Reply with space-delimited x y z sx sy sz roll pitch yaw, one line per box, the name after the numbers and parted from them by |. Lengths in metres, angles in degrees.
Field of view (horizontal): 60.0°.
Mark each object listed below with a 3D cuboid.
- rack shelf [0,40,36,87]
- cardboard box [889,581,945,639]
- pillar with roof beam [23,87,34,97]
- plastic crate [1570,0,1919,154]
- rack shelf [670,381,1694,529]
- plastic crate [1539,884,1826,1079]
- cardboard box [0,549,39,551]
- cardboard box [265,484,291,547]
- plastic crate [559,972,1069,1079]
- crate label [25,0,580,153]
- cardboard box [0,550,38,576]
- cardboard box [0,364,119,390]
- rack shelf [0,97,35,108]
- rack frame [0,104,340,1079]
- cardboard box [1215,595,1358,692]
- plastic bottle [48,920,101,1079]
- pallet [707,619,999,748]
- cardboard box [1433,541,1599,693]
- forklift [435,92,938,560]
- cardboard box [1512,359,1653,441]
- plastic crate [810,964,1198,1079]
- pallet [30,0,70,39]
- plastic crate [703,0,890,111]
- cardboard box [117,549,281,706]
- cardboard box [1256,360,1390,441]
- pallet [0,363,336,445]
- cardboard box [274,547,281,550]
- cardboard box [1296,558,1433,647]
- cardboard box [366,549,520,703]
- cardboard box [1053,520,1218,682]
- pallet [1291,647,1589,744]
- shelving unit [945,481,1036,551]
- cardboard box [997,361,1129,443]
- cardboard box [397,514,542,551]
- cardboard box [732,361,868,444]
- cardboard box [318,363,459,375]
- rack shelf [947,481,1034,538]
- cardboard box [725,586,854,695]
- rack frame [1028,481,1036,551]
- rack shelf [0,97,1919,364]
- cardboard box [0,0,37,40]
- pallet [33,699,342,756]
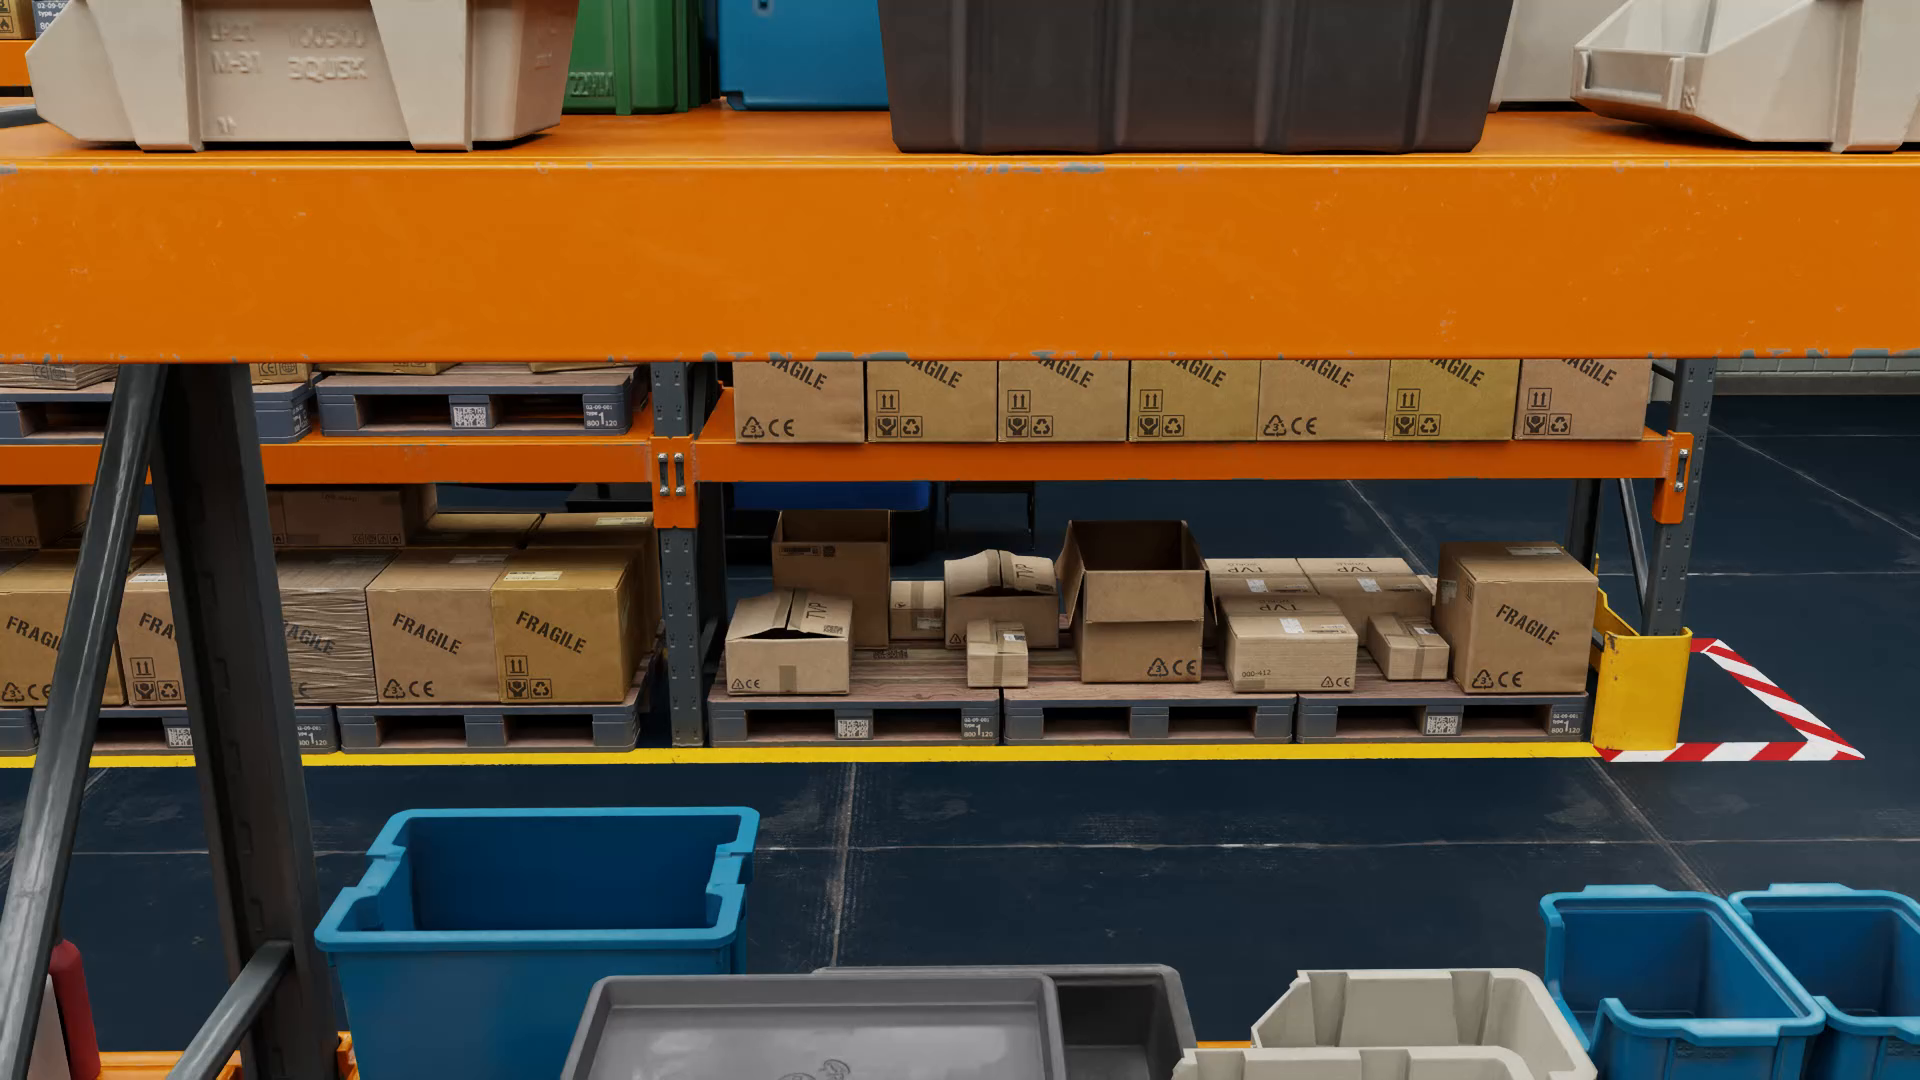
-3.133 -1.797 6.506 4.000 0.370 1.077 0 18 -1 | rack shelf
-0.194 0.318 7.594 0.250 0.149 0.380 0 18 -1 | cardboard box
-6.460 -4.014 7.329 0.400 9.000 9.100 0 18 -1 | pillar with roof beam
0.879 -0.444 1.543 0.530 0.136 0.437 0 18 -1 | plastic crate
0.866 -0.388 7.024 4.000 0.370 1.077 0 18 -1 | rack shelf
1.072 0.732 2.530 0.300 0.233 0.416 0 18 -1 | plastic crate
-4.201 0.203 7.376 0.500 0.500 0.500 0 18 1 | cardboard box
-3.122 -0.162 7.286 0.500 0.250 0.500 -1 18 -2 | cardboard box
-0.162 0.805 1.924 0.583 0.464 0.402 0 18 -1 | plastic crate
-0.565 -0.425 1.482 0.466 0.136 0.293 0 18 -1 | crate label
-4.150 0.360 6.886 0.500 0.500 0.500 -1 18 -3 | cardboard box
-3.587 -0.933 6.693 0.500 0.500 0.700 3 18 10 | cardboard box
-3.059 -0.284 1.790 4.000 0.370 1.077 0 18 -1 | rack shelf
-1.059 0.793 2.165 0.053 2.616 0.949 0 18 -1 | rack frame
1.376 0.433 7.069 0.500 0.250 0.500 0 18 -1 | cardboard box
-1.432 0.719 2.586 0.133 0.283 0.061 0 18 -1 | plastic bottle
-0.447 0.604 7.319 1.213 0.211 1.003 0 18 -1 | pallet
2.326 0.318 7.016 0.500 0.500 0.500 0 18 -1 | cardboard box
-1.661 -1.430 9.206 3.031 2.935 1.130 1 18 2 | forklift
2.423 -0.702 6.663 0.500 0.500 0.500 0 18 1 | cardboard box
0.056 0.807 2.473 0.590 0.125 0.437 0 18 -1 | plastic crate
-2.823 -2.072 6.493 1.003 0.211 1.213 0 18 -1 | pallet
-0.154 -0.658 2.053 0.300 0.233 0.416 0 18 -1 | plastic crate
-3.126 0.355 6.902 0.500 0.500 0.500 -1 18 -3 | cardboard box
1.405 -0.698 6.650 0.500 0.500 0.500 0 18 0 | cardboard box
-3.188 -0.621 6.887 1.213 0.211 1.003 0 18 -1 | pallet
-3.159 0.196 7.397 0.500 0.500 0.500 -1 18 -3 | cardboard box
1.818 0.278 7.551 0.500 0.250 0.500 0 18 -1 | cardboard box
-2.117 0.350 6.919 0.500 0.500 0.500 0 18 -1 | cardboard box
0.745 0.248 7.231 0.637 0.503 0.797 0 18 -1 | cardboard box
1.993 0.592 7.356 1.213 0.211 1.003 0 18 -1 | pallet
0.166 -1.001 9.229 0.503 2.100 0.431 0 18 -1 | shelving unit
0.393 -0.693 6.633 0.500 0.500 0.500 0 18 -1 | cardboard box
-2.154 0.194 7.405 0.500 0.500 0.500 0 18 0 | cardboard box
-0.619 -0.688 6.617 0.500 0.500 0.500 0 18 1 | cardboard box
-2.297 -1.012 6.940 0.500 0.500 0.700 3 18 8 | cardboard box
0.166 -0.321 9.447 0.480 0.518 0.431 0 18 -1 | rack shelf
-0.710 0.414 7.028 0.500 0.311 0.500 0 18 -1 | cardboard box
0.409 -1.002 9.233 0.015 2.100 0.400 0 18 -1 | rack frame
0.941 -0.303 1.850 4.000 0.370 1.077 0 18 -1 | rack shelf
-3.667 -2.195 6.405 0.500 0.500 0.910 0 18 -1 | cardboard box
-3.169 0.629 7.241 1.213 0.211 1.003 0 18 -1 | pallet
